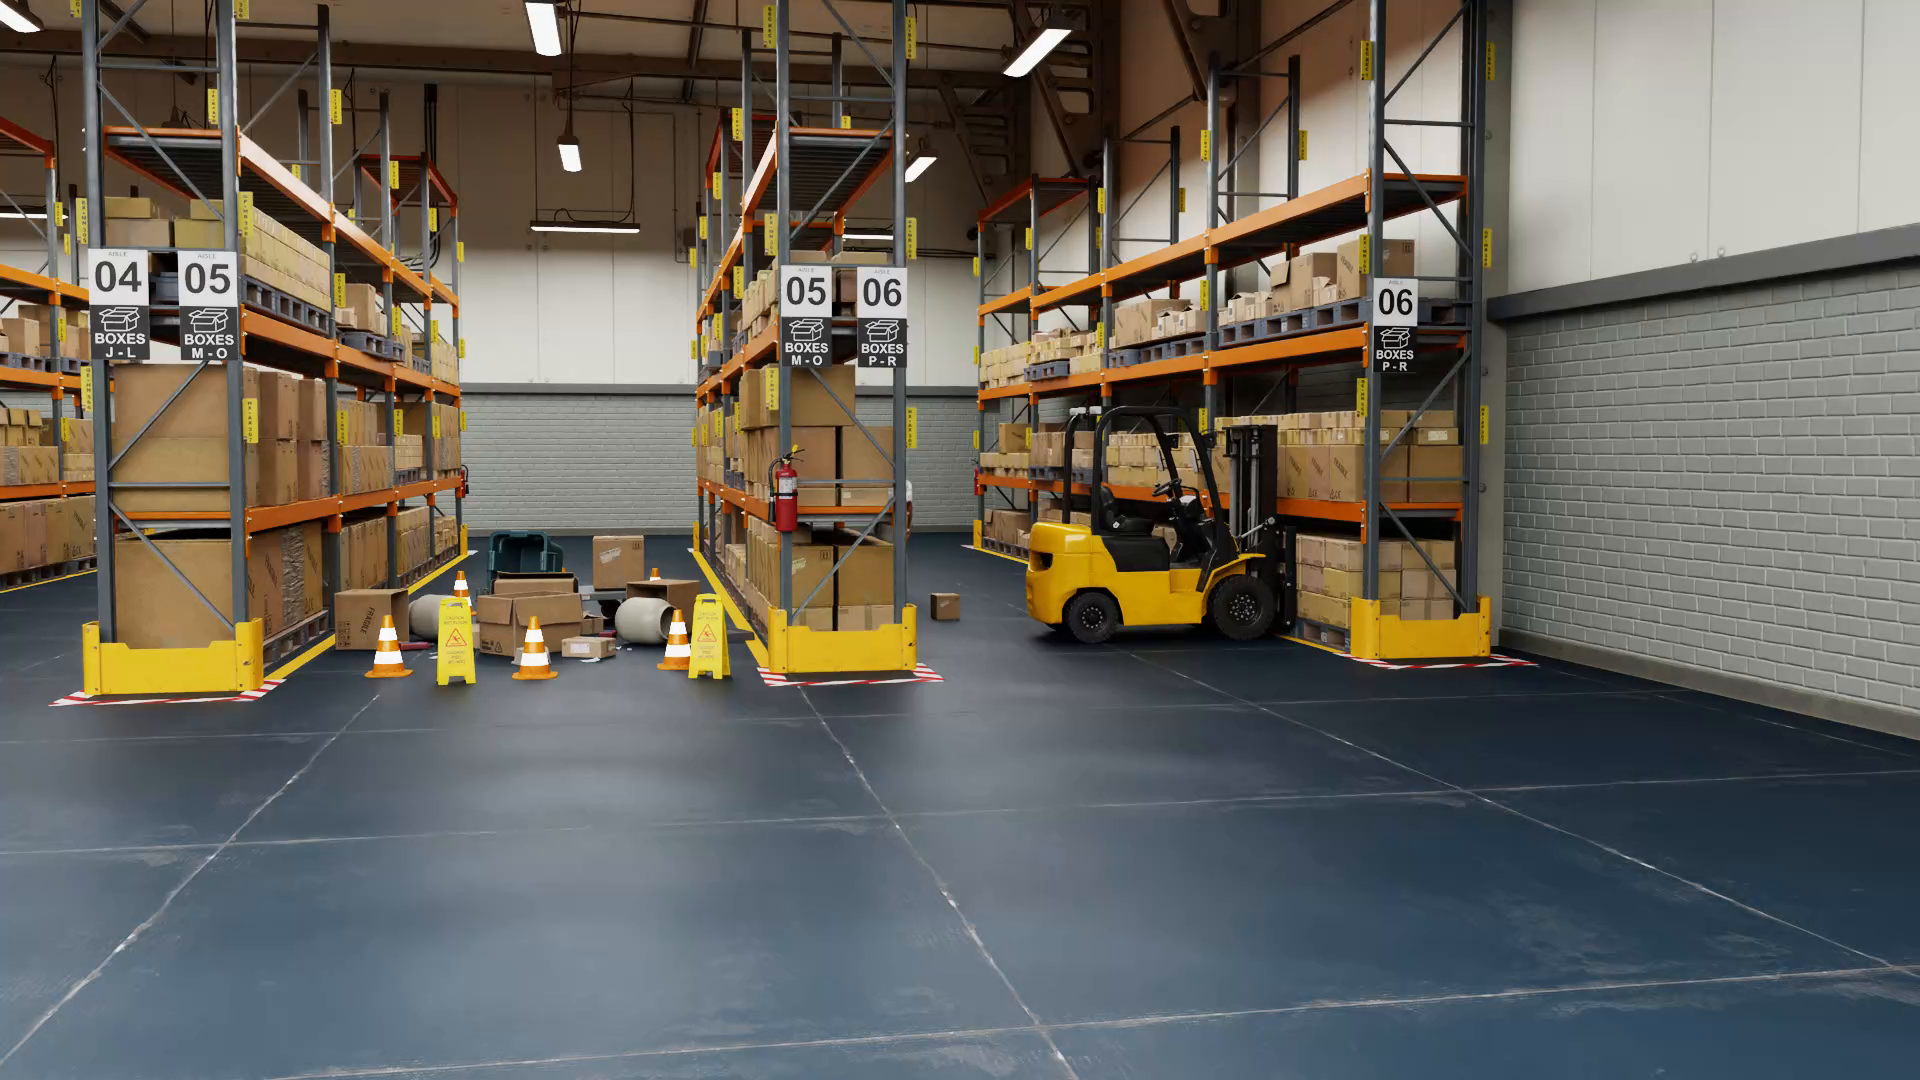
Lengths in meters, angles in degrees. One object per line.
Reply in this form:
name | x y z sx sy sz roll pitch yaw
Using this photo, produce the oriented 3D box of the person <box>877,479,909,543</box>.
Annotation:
person | -0.803 -0.114 20.437 0.406 1.339 0.545 -1 3 -12
